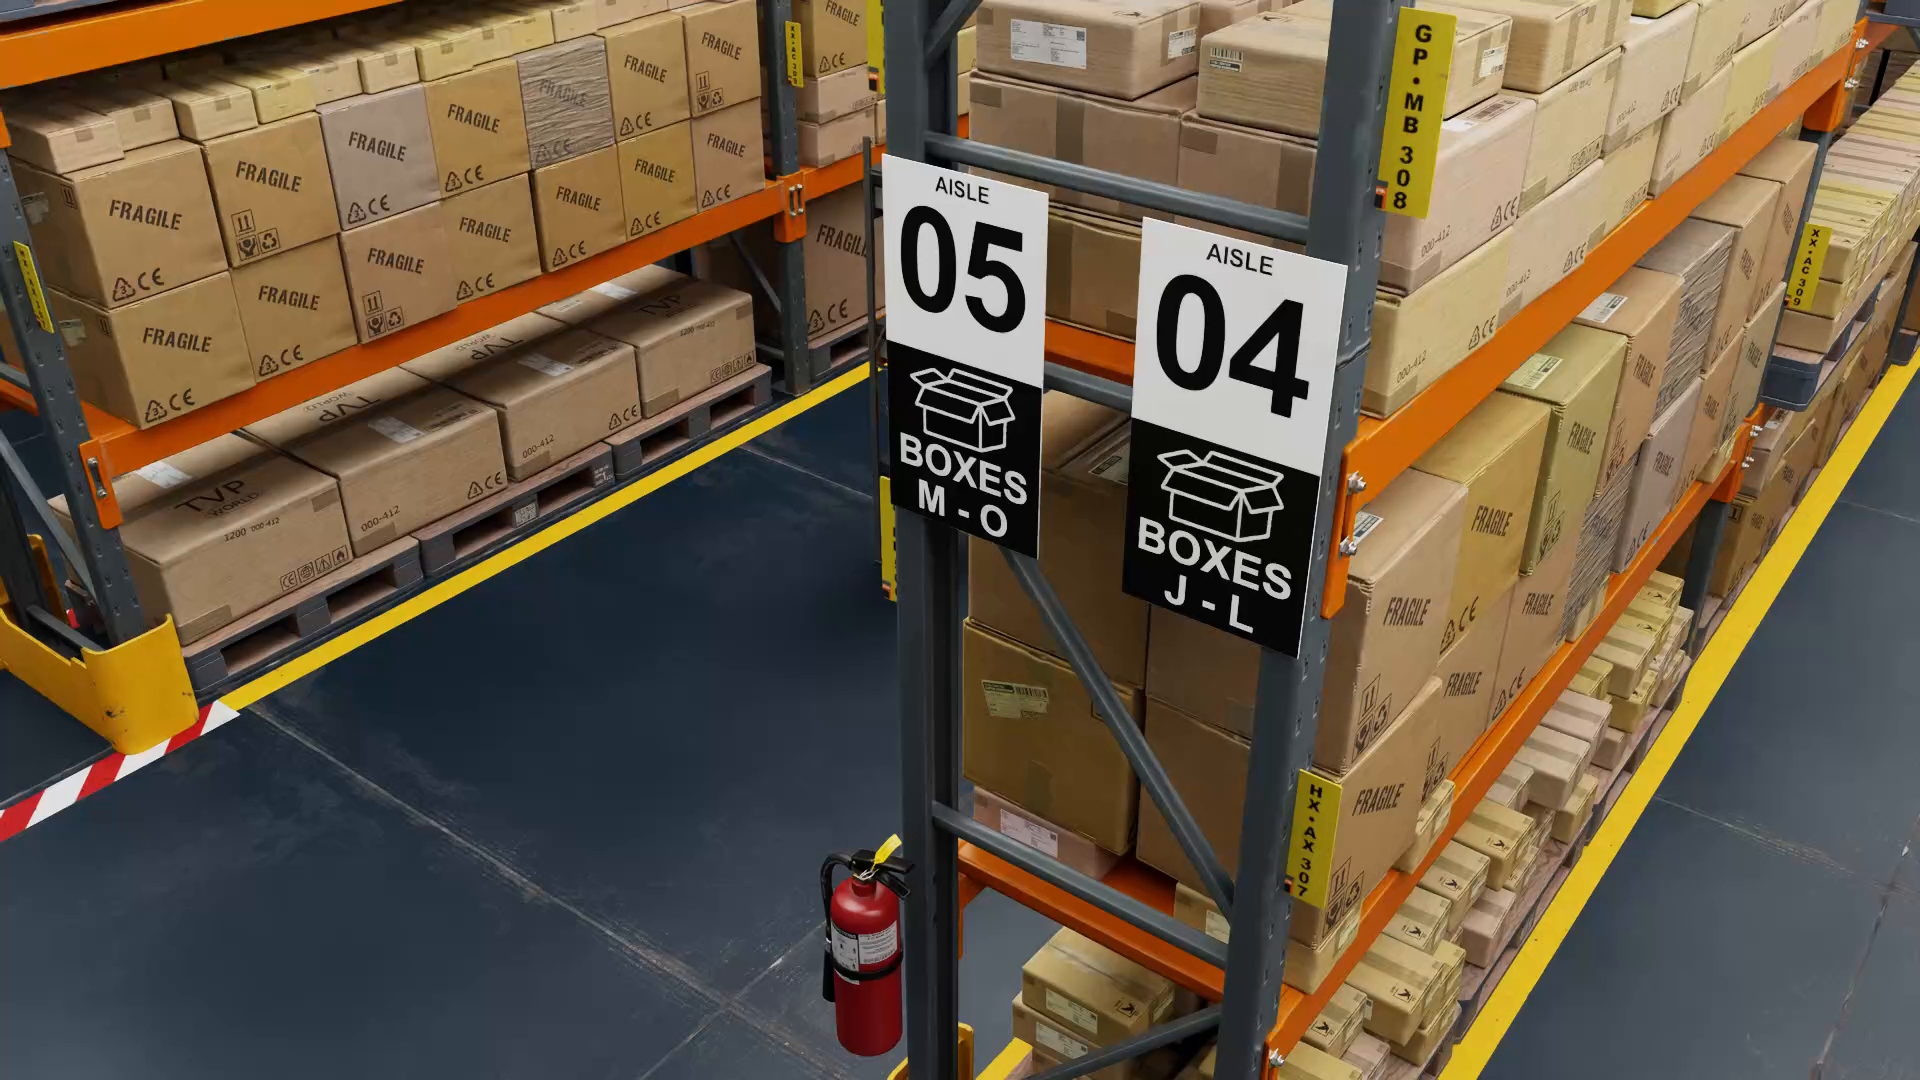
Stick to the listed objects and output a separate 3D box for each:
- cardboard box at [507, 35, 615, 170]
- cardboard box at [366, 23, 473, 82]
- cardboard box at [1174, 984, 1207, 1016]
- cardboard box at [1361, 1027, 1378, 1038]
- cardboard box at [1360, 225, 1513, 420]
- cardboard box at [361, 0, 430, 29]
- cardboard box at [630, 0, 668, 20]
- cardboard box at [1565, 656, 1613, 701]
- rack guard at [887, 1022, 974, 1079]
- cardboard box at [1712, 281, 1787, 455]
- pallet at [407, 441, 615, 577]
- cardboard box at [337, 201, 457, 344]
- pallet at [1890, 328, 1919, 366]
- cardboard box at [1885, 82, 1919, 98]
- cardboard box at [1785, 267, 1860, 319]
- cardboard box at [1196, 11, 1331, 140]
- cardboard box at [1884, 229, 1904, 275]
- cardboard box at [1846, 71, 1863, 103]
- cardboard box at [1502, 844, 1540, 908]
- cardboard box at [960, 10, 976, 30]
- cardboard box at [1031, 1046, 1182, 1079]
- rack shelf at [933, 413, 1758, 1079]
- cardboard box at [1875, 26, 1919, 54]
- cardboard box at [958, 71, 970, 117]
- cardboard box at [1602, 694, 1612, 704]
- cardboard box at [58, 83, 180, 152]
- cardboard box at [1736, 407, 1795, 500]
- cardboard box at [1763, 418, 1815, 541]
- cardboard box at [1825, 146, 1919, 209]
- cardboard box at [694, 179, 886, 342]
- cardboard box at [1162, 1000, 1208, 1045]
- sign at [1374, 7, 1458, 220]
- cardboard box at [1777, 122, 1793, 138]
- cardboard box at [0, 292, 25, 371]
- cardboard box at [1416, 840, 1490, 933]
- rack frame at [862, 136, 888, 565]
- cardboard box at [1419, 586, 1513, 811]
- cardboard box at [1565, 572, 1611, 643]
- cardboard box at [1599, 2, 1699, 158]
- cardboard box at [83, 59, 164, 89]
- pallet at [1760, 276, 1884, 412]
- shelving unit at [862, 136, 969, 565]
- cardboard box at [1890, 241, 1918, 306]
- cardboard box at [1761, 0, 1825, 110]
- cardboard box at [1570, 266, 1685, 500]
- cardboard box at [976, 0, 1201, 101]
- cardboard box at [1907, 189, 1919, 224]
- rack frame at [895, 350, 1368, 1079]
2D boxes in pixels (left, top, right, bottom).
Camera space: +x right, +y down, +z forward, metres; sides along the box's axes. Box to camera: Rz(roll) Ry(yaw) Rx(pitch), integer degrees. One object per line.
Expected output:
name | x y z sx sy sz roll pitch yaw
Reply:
cardboard box | -1.982 -2.069 7.720 0.500 0.500 0.500 22 37 32
cardboard box | -2.315 -2.089 7.117 0.380 0.149 0.250 20 36 30
cardboard box | 0.603 1.234 5.026 0.380 0.149 0.250 22 37 32
cardboard box | 1.097 1.385 5.063 0.380 0.149 0.250 22 37 32
cardboard box | 0.763 -0.507 3.369 0.500 0.250 0.500 23 37 33
cardboard box | -2.637 -2.376 7.603 0.380 0.149 0.250 21 37 31
cardboard box | -1.641 -2.643 8.053 0.380 0.149 0.250 21 37 31
cardboard box | 2.209 0.512 6.245 0.380 0.149 0.250 22 37 33
rack guard | 0.334 1.867 4.610 1.175 0.500 0.348 21 37 31
cardboard box | 2.636 -0.691 6.084 0.500 0.500 0.500 21 37 31
pallet | -2.562 -0.303 8.555 1.003 0.211 1.213 21 37 31
cardboard box | -2.596 -1.225 7.277 0.500 0.500 0.500 21 37 31
pallet | 5.653 -1.527 10.620 1.003 0.211 1.213 21 37 31
cardboard box | 4.717 -2.100 8.103 0.380 0.149 0.250 22 37 33
cardboard box | 3.307 -1.023 6.576 0.380 0.149 0.250 22 37 32
cardboard box | 0.665 -0.852 3.069 0.380 0.149 0.250 21 36 31
cardboard box | 3.930 -1.315 7.361 0.380 0.149 0.250 19 36 29
cardboard box | 4.666 -2.495 9.061 0.380 0.149 0.250 23 38 33
cardboard box | 1.783 1.121 5.801 0.380 0.149 0.250 21 37 31
cardboard box | -0.220 -3.268 9.743 0.500 0.500 0.500 20 36 30
cardboard box | 0.440 1.590 5.010 0.380 0.149 0.250 22 37 32
rack shelf | 1.495 0.319 5.476 1.077 0.370 4.000 21 37 31
cardboard box | 5.396 -3.082 9.430 0.700 0.500 0.500 21 37 31
cardboard box | -0.195 -2.733 10.067 0.500 0.250 0.500 21 36 31
cardboard box | 2.235 0.640 6.321 0.380 0.149 0.250 21 37 32
cardboard box | -3.183 -1.600 6.292 0.380 0.149 0.250 22 37 32
cardboard box | 3.359 -0.451 7.373 0.500 0.250 0.500 19 36 29
cardboard box | 3.678 -0.343 7.927 0.500 0.500 0.500 23 38 33
cardboard box | 3.934 -1.574 7.215 0.380 0.149 0.250 21 36 31
cardboard box | -0.994 -1.829 10.067 0.875 0.875 0.875 22 37 33
cardboard box | 0.580 1.348 5.126 0.380 0.149 0.250 20 36 30
sign | 0.721 -0.677 2.651 0.100 0.325 0.005 21 37 31
cardboard box | 3.738 -1.995 7.925 0.380 0.149 0.250 21 36 31
cardboard box | -3.639 -0.981 6.865 0.500 0.500 0.500 21 37 32
cardboard box | 1.459 1.055 5.328 0.380 0.149 0.250 23 37 33
rack frame | -0.247 -0.737 7.434 0.400 2.100 0.015 21 37 31
cardboard box | 1.082 0.328 4.364 0.500 0.500 0.500 21 37 31
cardboard box | 1.831 0.150 5.301 0.380 0.149 0.250 22 37 32
cardboard box | 1.389 -1.131 3.932 0.500 0.250 0.500 22 37 32
cardboard box | -3.440 -1.861 6.733 0.380 0.149 0.250 21 36 31
pallet | 3.280 -0.987 7.161 1.003 0.211 1.213 21 37 31
shelving unit | -0.100 -0.836 7.601 0.431 2.100 0.503 21 37 31
cardboard box | 4.913 -1.499 9.141 0.500 0.250 0.500 20 36 30
cardboard box | 2.311 -1.548 5.124 0.500 0.250 0.500 21 37 31
cardboard box | 1.707 -0.500 4.780 0.500 0.500 0.500 20 36 30
cardboard box | 0.255 -1.016 3.345 0.380 0.149 0.250 21 36 31
cardboard box | 4.095 -1.558 7.479 0.380 0.149 0.250 20 36 31
rack frame | 0.288 0.822 3.920 1.000 3.000 0.127 21 37 31
